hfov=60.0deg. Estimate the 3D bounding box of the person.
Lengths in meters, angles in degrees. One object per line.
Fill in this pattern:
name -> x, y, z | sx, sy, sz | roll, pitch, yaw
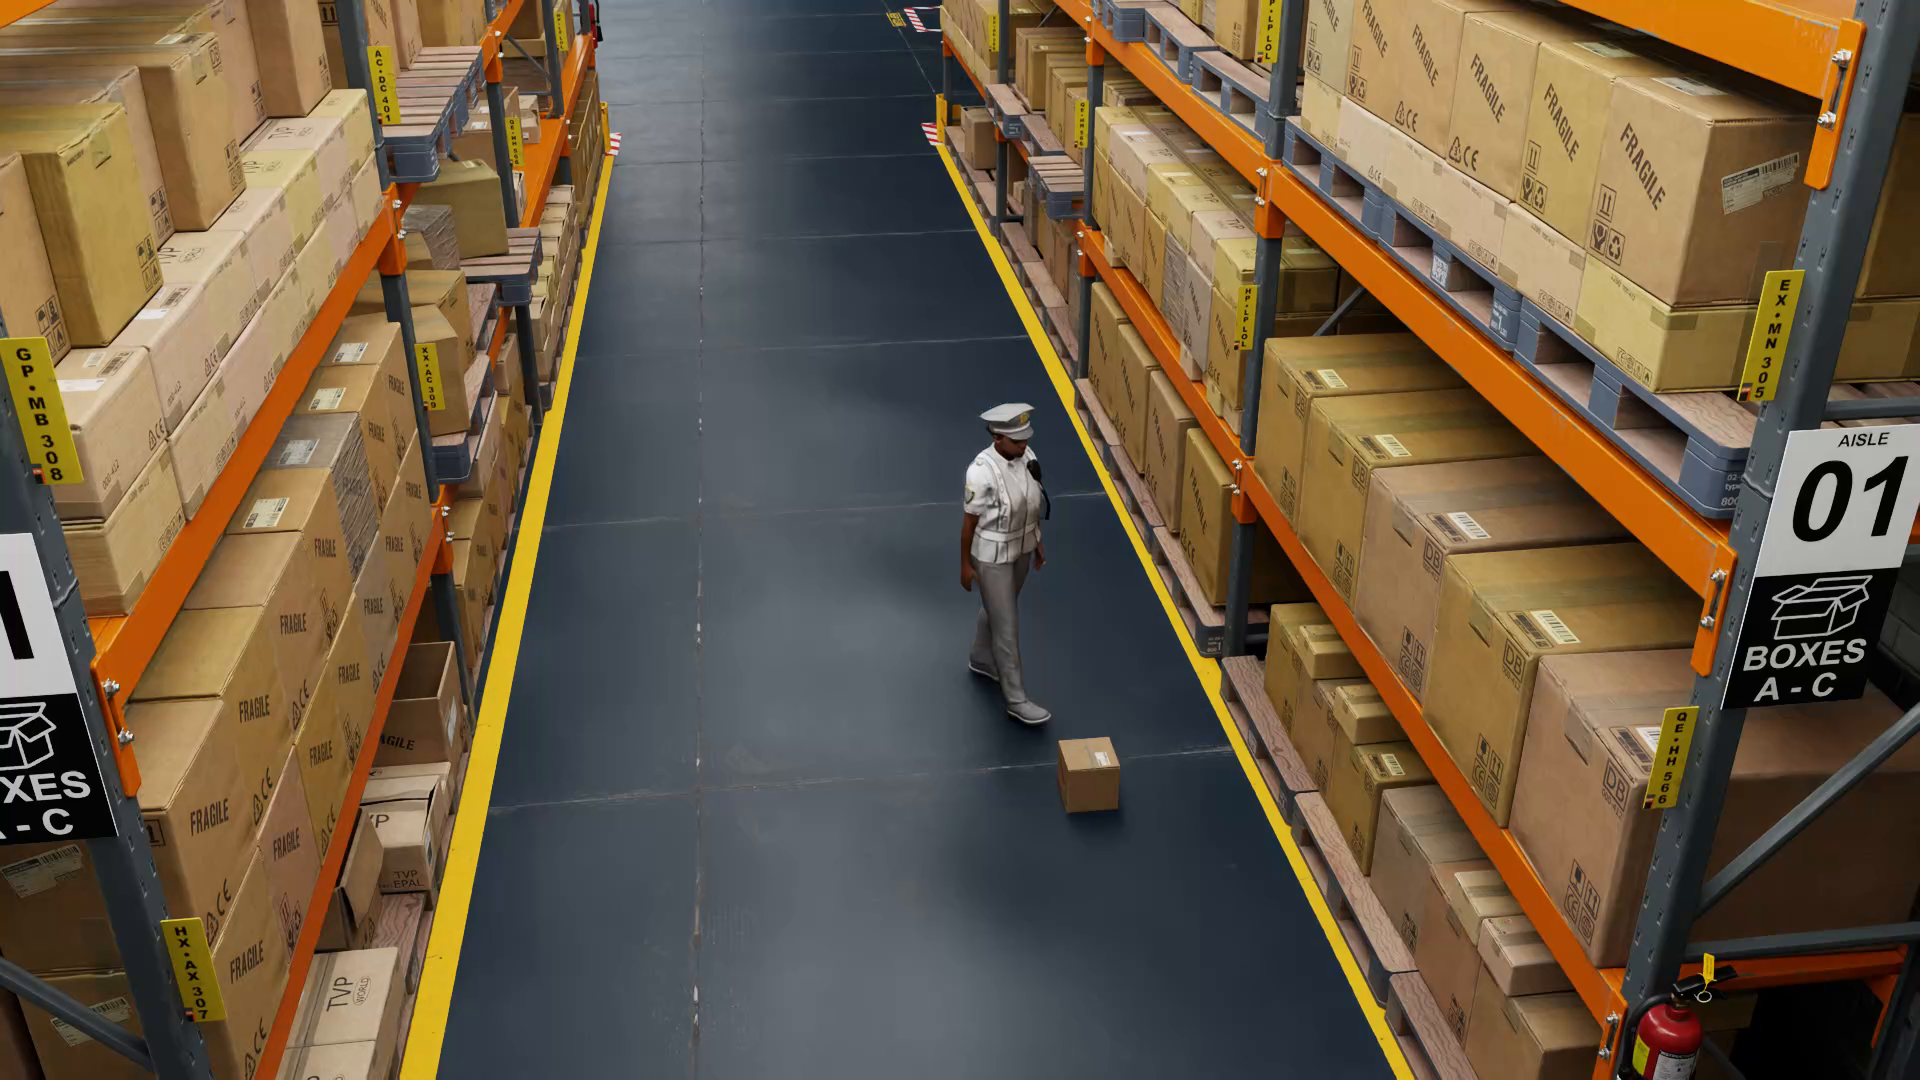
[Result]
person -> 0.294, 0.088, 8.424 | 0.711, 1.654, 0.471 | 23, 35, 37
